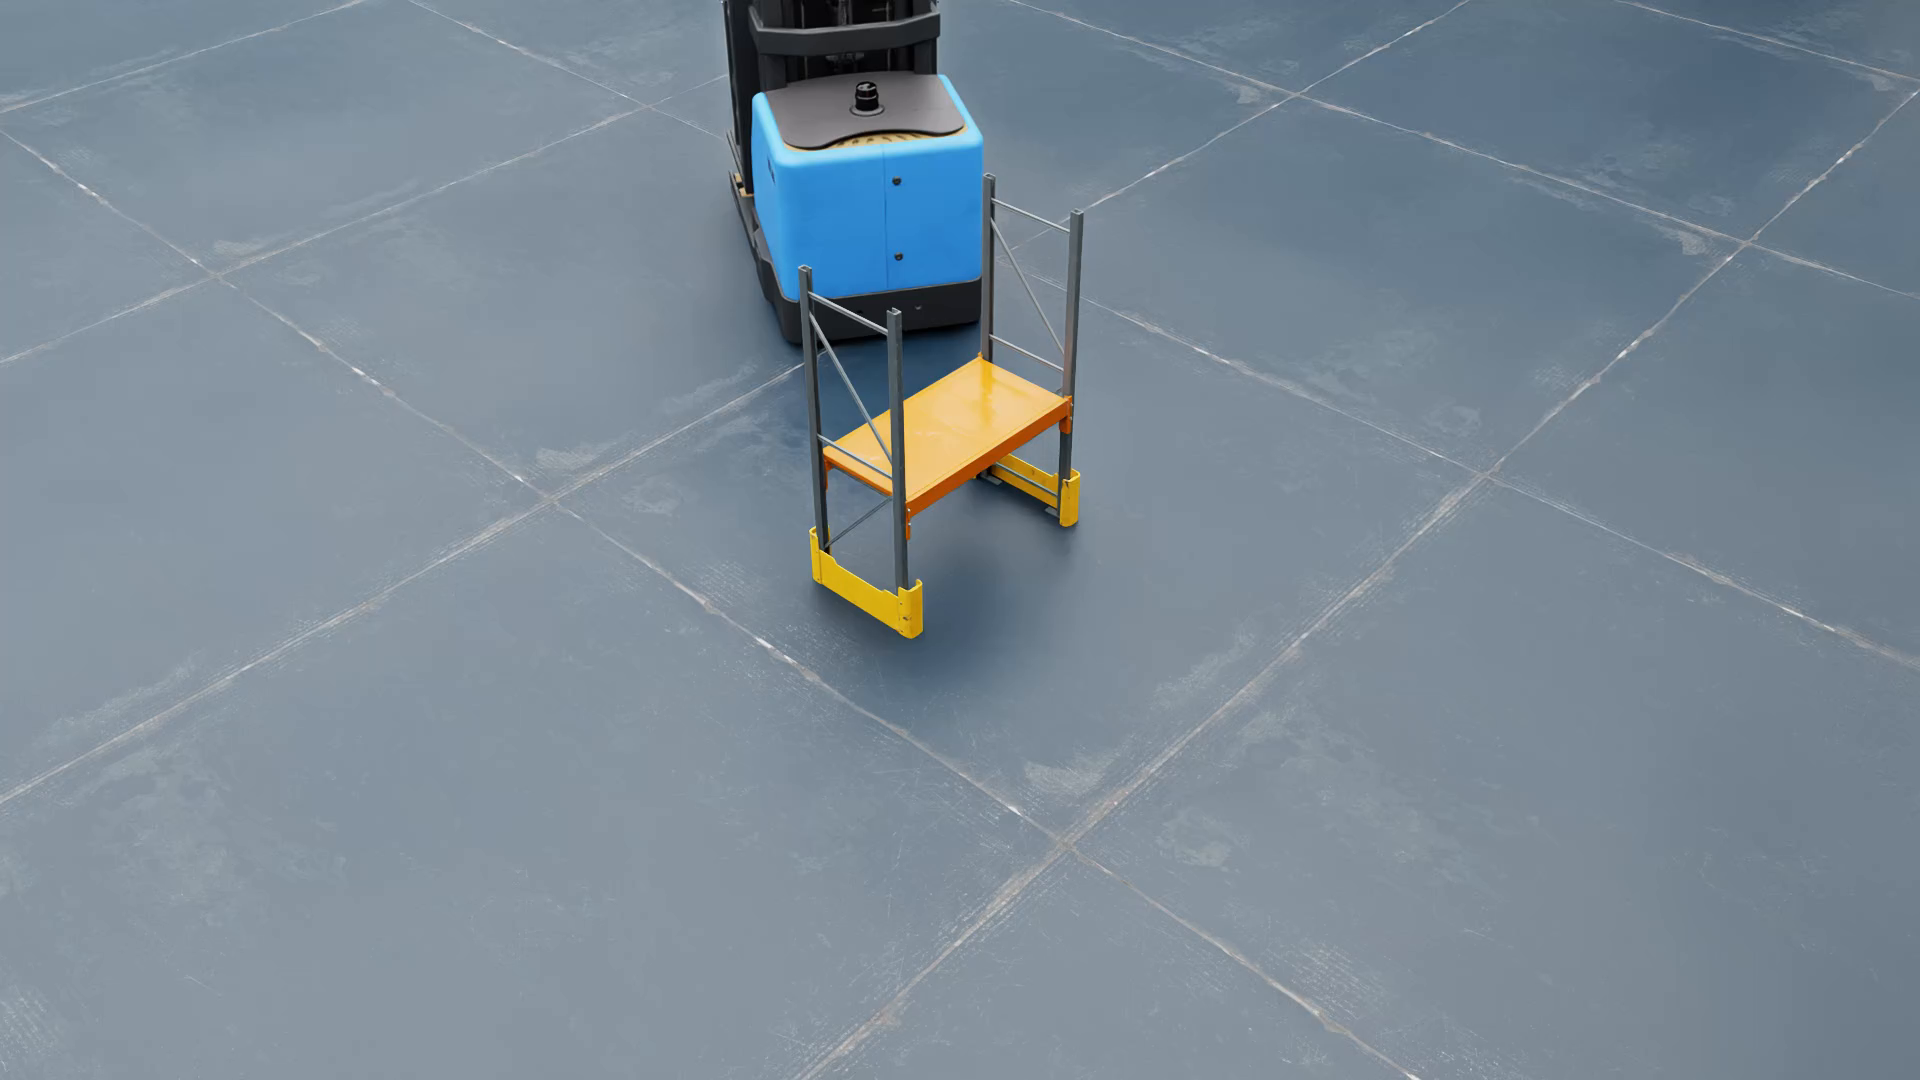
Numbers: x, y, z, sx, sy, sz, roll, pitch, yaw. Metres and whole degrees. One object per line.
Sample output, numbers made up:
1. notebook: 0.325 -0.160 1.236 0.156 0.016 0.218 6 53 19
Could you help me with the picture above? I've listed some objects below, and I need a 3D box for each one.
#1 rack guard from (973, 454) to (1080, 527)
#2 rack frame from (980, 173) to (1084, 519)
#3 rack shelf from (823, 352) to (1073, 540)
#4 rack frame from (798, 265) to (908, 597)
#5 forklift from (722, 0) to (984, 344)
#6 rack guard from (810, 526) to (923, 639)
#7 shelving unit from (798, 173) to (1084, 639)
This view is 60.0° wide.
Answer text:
1. rack guard: 0.285 -0.292 7.416 0.587 0.250 0.087 30 47 32
2. rack frame: 0.285 -0.781 7.028 0.500 1.500 0.032 30 47 32
3. rack shelf: -0.058 -0.407 6.846 0.538 0.185 1.000 30 47 32
4. rack frame: -0.401 -0.314 6.440 0.500 1.500 0.032 30 47 32
5. forklift: -0.723 -3.059 8.742 1.130 2.935 3.031 -9 39 -11
6. rack guard: -0.387 0.166 6.840 0.587 0.250 0.087 30 47 32
7. shelving unit: -0.051 -0.552 6.739 0.587 1.500 1.083 30 47 32
